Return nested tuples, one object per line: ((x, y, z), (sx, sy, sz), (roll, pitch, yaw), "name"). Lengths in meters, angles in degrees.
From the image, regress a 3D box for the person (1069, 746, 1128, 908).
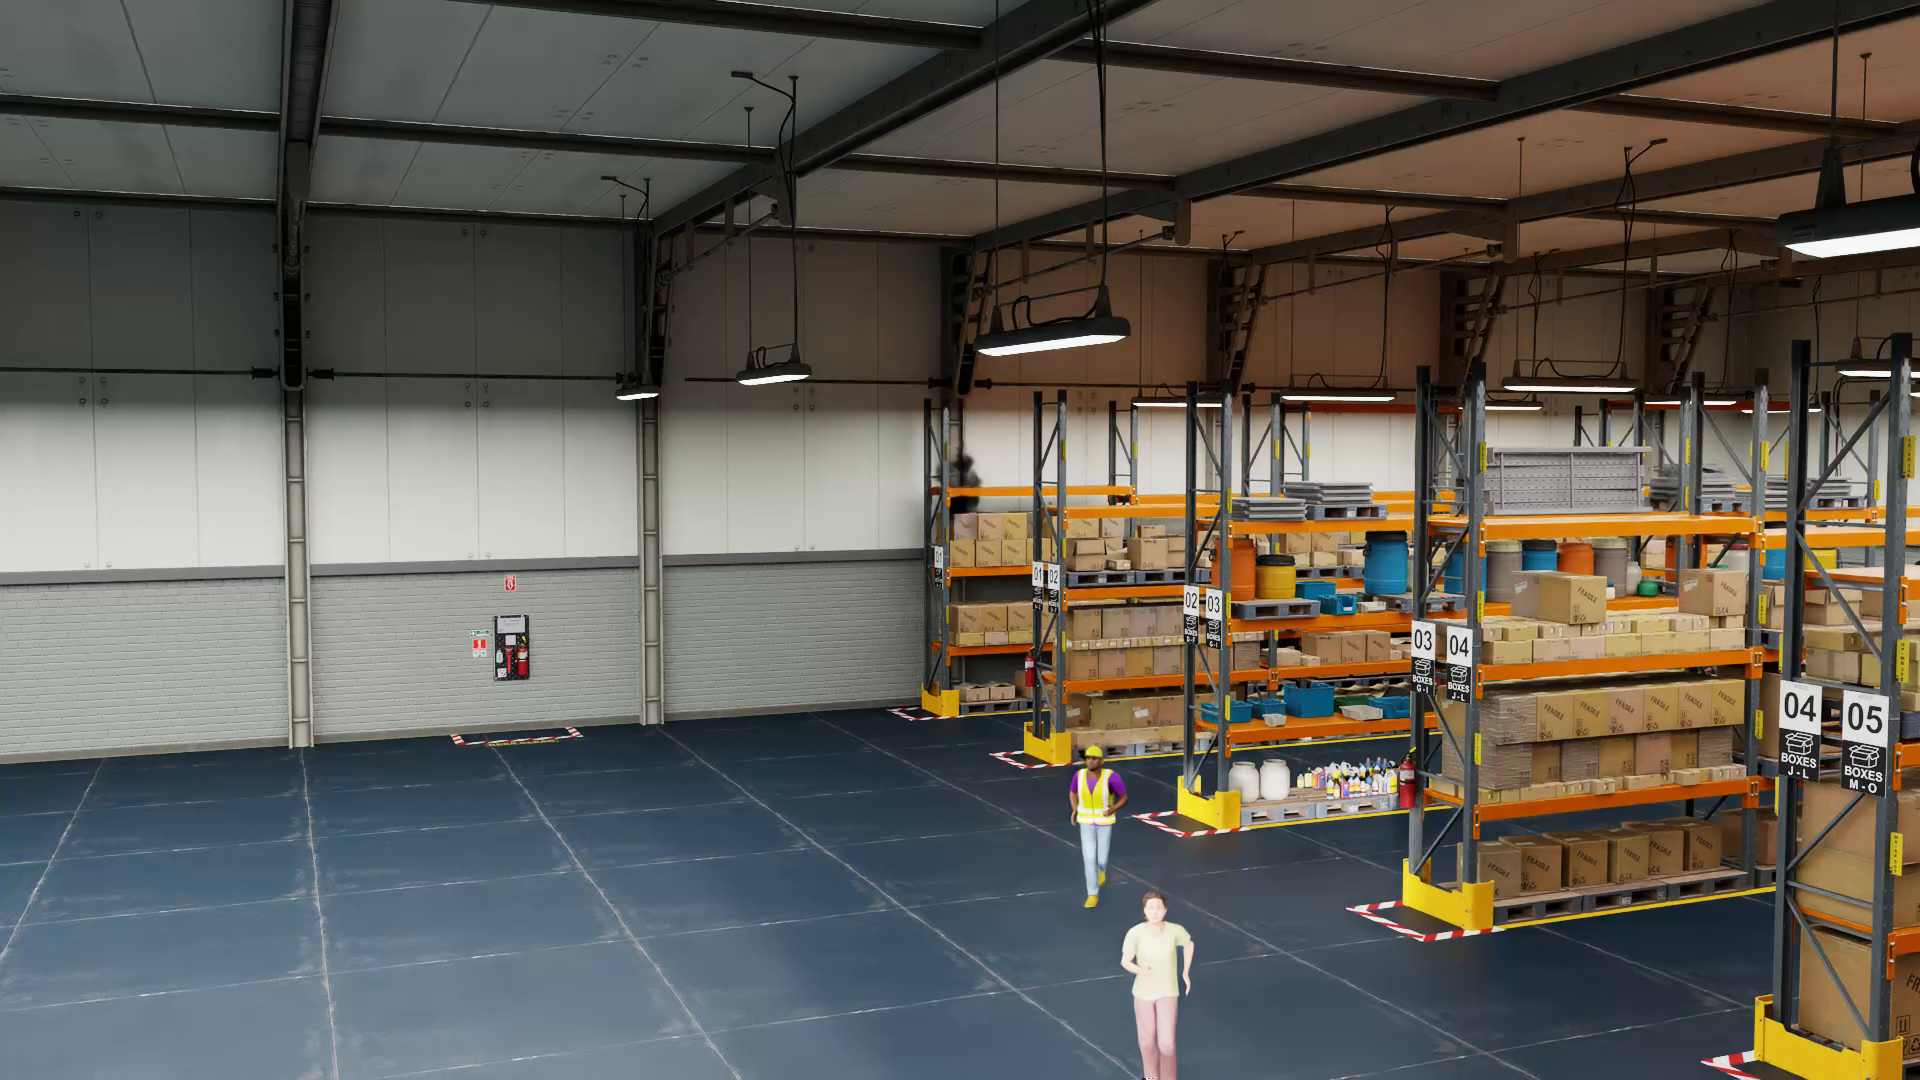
((1.548, 3.191, 18.748), (0.690, 1.763, 0.823), (1, 3, 14), "person")

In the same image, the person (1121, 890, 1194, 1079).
((1.528, 3.567, 12.927), (0.546, 1.685, 0.681), (1, 3, 11), "person")
